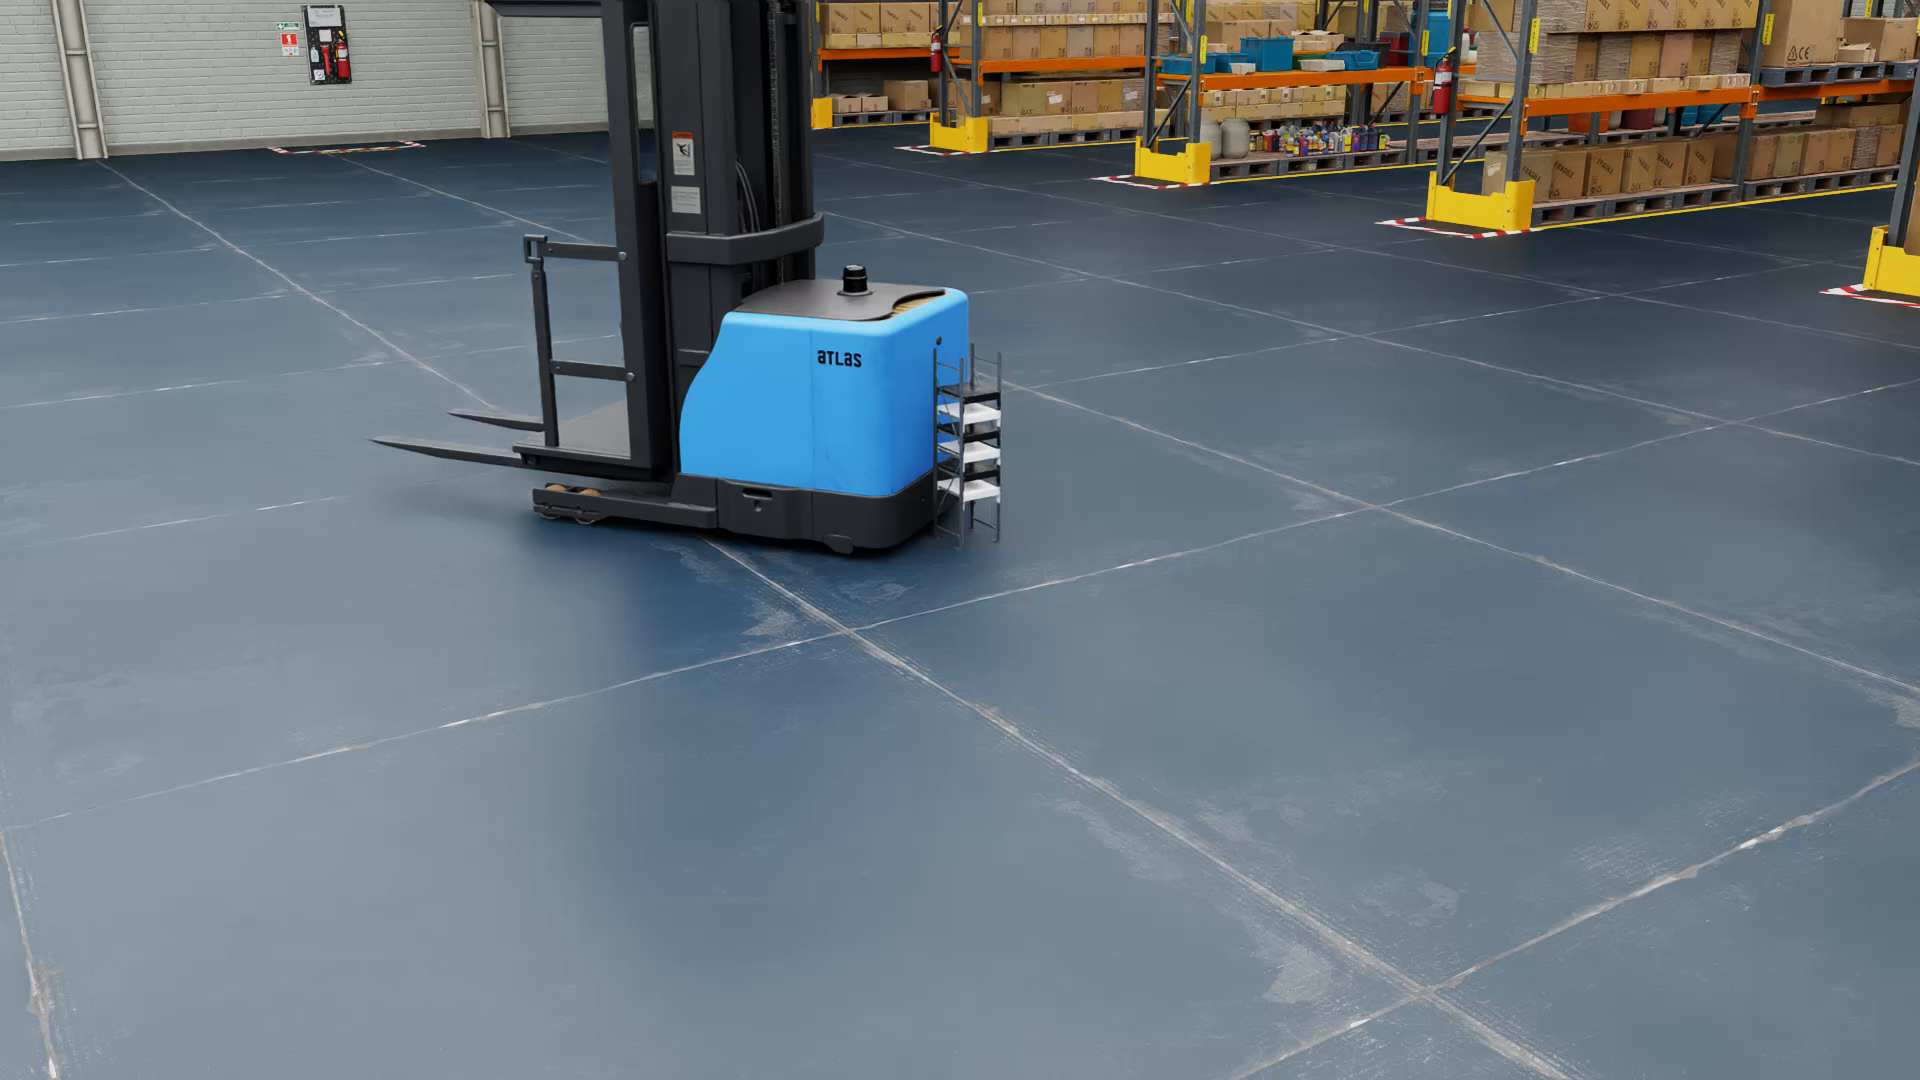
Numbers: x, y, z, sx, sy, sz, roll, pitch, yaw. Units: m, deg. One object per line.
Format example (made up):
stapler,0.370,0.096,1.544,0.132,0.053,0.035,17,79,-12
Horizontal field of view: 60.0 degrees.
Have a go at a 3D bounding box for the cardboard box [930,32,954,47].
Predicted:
cardboard box,-0.452,-9.051,30.036,0.500,0.250,0.500,-12,22,-32

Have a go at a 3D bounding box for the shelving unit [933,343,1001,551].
shelving unit,0.032,-0.424,7.595,0.210,0.900,0.258,-12,22,-31

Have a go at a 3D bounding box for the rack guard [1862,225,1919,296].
rack guard,8.064,-2.243,13.599,0.348,0.500,1.175,-12,22,-31

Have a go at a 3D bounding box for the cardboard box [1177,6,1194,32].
cardboard box,4.496,-10.375,33.097,0.500,0.500,0.500,-11,22,-30

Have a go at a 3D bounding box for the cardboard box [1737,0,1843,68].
cardboard box,9.522,-6.066,19.412,1.000,1.000,1.000,-12,22,-31

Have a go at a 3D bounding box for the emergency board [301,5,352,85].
emergency board,-9.719,-7.623,25.611,0.643,1.169,0.194,-12,22,-31

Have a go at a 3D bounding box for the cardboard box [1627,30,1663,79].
cardboard box,7.132,-5.335,18.222,0.500,0.500,0.875,-12,22,-31

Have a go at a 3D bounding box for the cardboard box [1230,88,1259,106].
cardboard box,4.671,-7.477,27.940,0.500,0.311,0.500,-13,22,-33

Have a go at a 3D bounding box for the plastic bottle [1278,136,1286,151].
plastic bottle,4.435,-5.456,22.881,0.097,0.201,0.097,0,19,0

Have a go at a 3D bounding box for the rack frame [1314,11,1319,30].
rack frame,7.290,-10.864,35.197,0.127,3.000,1.000,-12,22,-31

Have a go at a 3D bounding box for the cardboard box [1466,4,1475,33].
cardboard box,9.499,-9.763,31.127,0.700,0.500,0.500,14,23,35

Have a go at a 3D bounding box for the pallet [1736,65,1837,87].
pallet,9.500,-5.485,19.586,1.213,0.211,1.003,-12,22,-31

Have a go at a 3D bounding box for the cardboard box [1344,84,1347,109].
cardboard box,7.329,-8.087,30.199,0.500,0.500,0.500,-11,22,-29

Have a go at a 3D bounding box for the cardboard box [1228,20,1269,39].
cardboard box,4.845,-8.490,28.018,0.500,0.500,0.500,-12,22,-31

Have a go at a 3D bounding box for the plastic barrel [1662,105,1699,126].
plastic barrel,11.684,-7.203,26.989,0.708,0.901,0.600,-12,22,-31

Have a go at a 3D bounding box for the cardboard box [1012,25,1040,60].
cardboard box,0.829,-7.646,25.522,0.500,0.500,0.700,-11,22,-30

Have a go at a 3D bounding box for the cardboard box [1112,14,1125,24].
cardboard box,2.376,-8.202,26.152,0.250,0.149,0.380,-12,22,-32

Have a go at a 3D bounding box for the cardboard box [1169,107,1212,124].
cardboard box,3.810,-7.032,27.499,0.500,0.250,0.500,-13,22,-33

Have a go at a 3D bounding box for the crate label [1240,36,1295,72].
crate label,4.105,-6.514,22.274,0.616,0.435,0.502,-12,22,-31

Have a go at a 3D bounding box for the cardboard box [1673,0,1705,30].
cardboard box,7.722,-5.813,18.075,0.500,0.500,0.500,-12,22,-31

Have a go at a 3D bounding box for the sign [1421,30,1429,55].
sign,6.351,-6.787,22.705,0.005,0.325,0.100,-12,22,-31

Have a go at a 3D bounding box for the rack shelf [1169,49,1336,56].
rack shelf,5.007,-8.142,28.269,4.000,0.370,1.077,-12,22,-31

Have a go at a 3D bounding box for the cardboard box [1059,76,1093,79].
cardboard box,1.942,-7.208,26.850,0.500,0.500,0.500,-12,22,-31

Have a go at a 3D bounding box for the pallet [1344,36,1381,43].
pallet,7.205,-8.883,29.635,1.003,0.211,1.213,-12,22,-31

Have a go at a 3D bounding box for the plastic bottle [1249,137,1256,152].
plastic bottle,4.010,-5.424,22.788,0.097,0.201,0.097,0,19,0

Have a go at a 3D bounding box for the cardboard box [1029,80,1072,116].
cardboard box,1.393,-6.893,25.917,0.500,0.500,0.500,-12,22,-31

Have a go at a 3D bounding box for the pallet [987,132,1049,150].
pallet,0.611,-6.251,25.906,1.213,0.211,1.003,-12,22,-31

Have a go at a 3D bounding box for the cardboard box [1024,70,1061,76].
cardboard box,1.580,-9.047,31.868,0.500,0.250,0.500,-12,22,-33

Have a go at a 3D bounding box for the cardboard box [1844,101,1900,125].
cardboard box,11.579,-5.438,21.193,0.500,0.250,0.500,-11,22,-29

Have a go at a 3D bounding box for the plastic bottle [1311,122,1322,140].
plastic bottle,4.998,-5.694,23.354,0.185,0.351,0.144,-13,23,-34

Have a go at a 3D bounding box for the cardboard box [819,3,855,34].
cardboard box,-2.168,-9.048,28.857,0.500,0.500,0.500,-12,22,-31

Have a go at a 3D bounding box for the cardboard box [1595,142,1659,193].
cardboard box,7.476,-4.202,18.738,0.500,0.500,0.500,-14,23,-36

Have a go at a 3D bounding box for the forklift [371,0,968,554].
forklift,-1.514,-1.610,7.930,3.031,2.935,1.130,7,20,21

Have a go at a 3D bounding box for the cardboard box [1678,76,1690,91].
cardboard box,7.879,-5.093,18.518,0.250,0.149,0.380,-12,22,-31

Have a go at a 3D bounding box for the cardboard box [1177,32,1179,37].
cardboard box,4.352,-10.046,33.138,0.250,0.149,0.380,-12,22,-32

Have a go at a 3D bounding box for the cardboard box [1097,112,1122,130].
cardboard box,2.237,-6.710,26.545,0.500,0.250,0.500,-12,22,-31

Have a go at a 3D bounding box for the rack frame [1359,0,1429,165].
rack frame,6.058,-6.805,23.191,0.127,3.000,1.000,-12,22,-31

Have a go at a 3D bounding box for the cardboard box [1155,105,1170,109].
cardboard box,3.523,-7.178,27.930,0.500,0.250,0.500,-12,22,-32

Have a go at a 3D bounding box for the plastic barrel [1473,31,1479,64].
plastic barrel,7.590,-7.109,23.876,0.433,0.535,0.433,0,19,0

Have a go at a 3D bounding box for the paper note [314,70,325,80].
paper note,-9.905,-7.193,25.714,0.142,0.148,0.016,-12,22,-31

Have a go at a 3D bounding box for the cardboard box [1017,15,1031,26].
cardboard box,0.870,-7.883,25.210,0.250,0.149,0.380,-12,22,-31

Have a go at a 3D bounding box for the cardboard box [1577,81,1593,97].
cardboard box,6.444,-4.772,17.568,0.250,0.149,0.380,-12,22,-31

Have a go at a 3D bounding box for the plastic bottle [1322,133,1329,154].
plastic bottle,4.942,-5.366,22.507,0.097,0.271,0.097,0,19,0

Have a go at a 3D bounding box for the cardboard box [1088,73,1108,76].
cardboard box,2.483,-8.888,32.569,0.500,0.500,0.700,-12,22,-32

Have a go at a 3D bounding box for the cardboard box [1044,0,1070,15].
cardboard box,1.294,-8.359,25.606,0.500,0.500,0.700,-12,22,-31

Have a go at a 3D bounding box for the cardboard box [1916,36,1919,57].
cardboard box,12.678,-6.245,21.378,0.500,0.500,0.500,-11,22,-30

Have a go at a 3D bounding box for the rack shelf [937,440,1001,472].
rack shelf,0.032,-0.393,7.606,0.200,0.077,0.258,-12,22,-31

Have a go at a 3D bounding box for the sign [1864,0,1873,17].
sign,11.814,-6.881,21.608,0.005,0.325,0.100,-12,22,-31

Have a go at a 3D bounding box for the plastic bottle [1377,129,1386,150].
plastic bottle,5.837,-5.554,23.044,0.133,0.283,0.061,-11,21,-29

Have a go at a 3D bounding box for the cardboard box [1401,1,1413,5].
cardboard box,9.609,-11.487,36.572,0.700,0.700,0.980,-12,22,-32

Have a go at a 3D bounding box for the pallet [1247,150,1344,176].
pallet,4.454,-5.161,22.681,1.213,0.211,1.003,-12,22,-31

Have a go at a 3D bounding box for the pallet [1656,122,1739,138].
pallet,12.072,-6.769,27.436,1.213,0.211,1.003,-12,22,-31
